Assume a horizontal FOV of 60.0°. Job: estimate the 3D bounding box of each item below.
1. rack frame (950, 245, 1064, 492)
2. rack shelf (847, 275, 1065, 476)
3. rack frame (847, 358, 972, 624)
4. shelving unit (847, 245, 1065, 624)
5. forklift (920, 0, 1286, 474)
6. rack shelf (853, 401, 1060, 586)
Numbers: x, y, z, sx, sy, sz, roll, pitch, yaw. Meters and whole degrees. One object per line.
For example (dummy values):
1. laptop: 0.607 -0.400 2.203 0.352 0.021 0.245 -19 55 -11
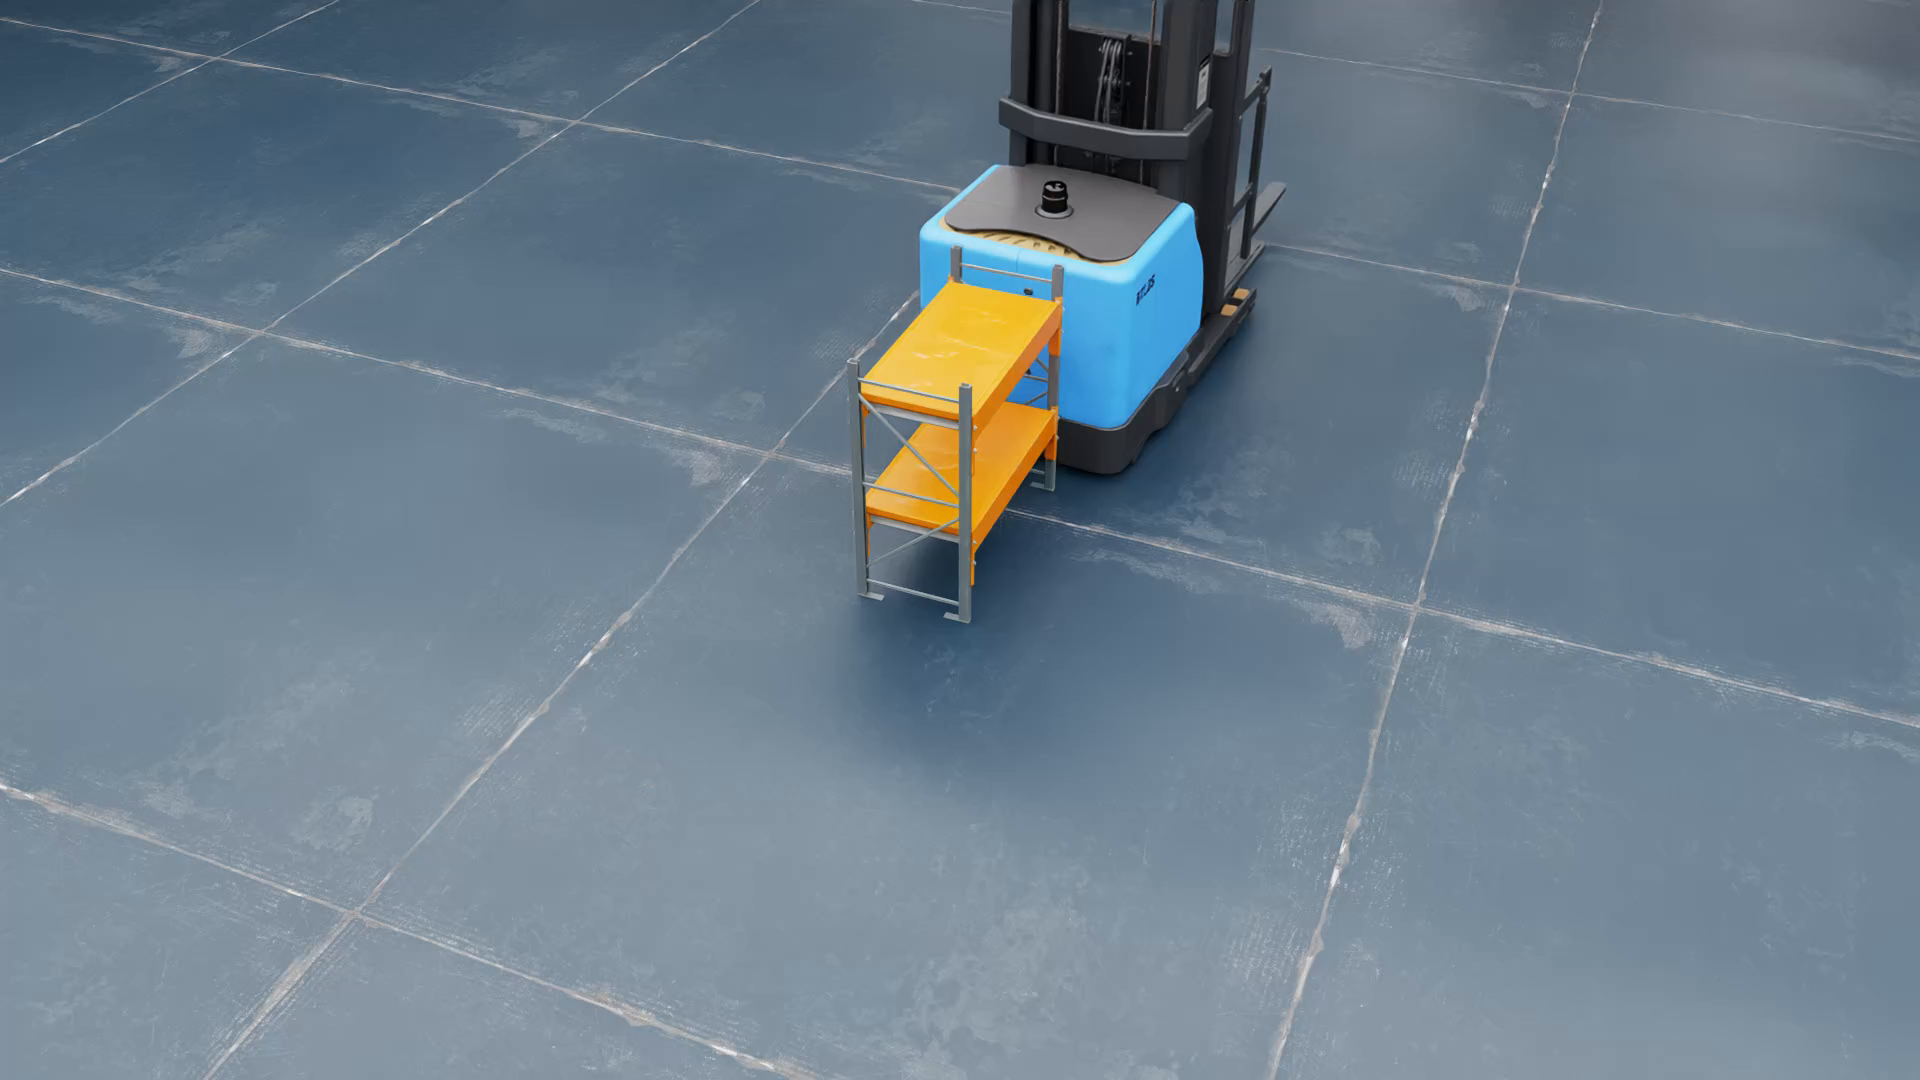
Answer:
1. rack frame: 0.196 -0.736 7.295 0.500 1.125 0.032 14 39 18
2. rack shelf: 0.003 -0.689 6.743 0.538 0.278 1.000 14 39 18
3. rack frame: -0.191 -0.173 6.542 0.500 1.125 0.032 14 39 18
4. shelving unit: 0.003 -0.454 6.918 0.538 1.125 1.048 14 39 18
5. forklift: 0.915 -2.342 7.936 1.130 2.935 3.031 17 40 21
6. rack shelf: 0.003 -0.258 7.065 0.538 0.278 1.000 14 39 18
